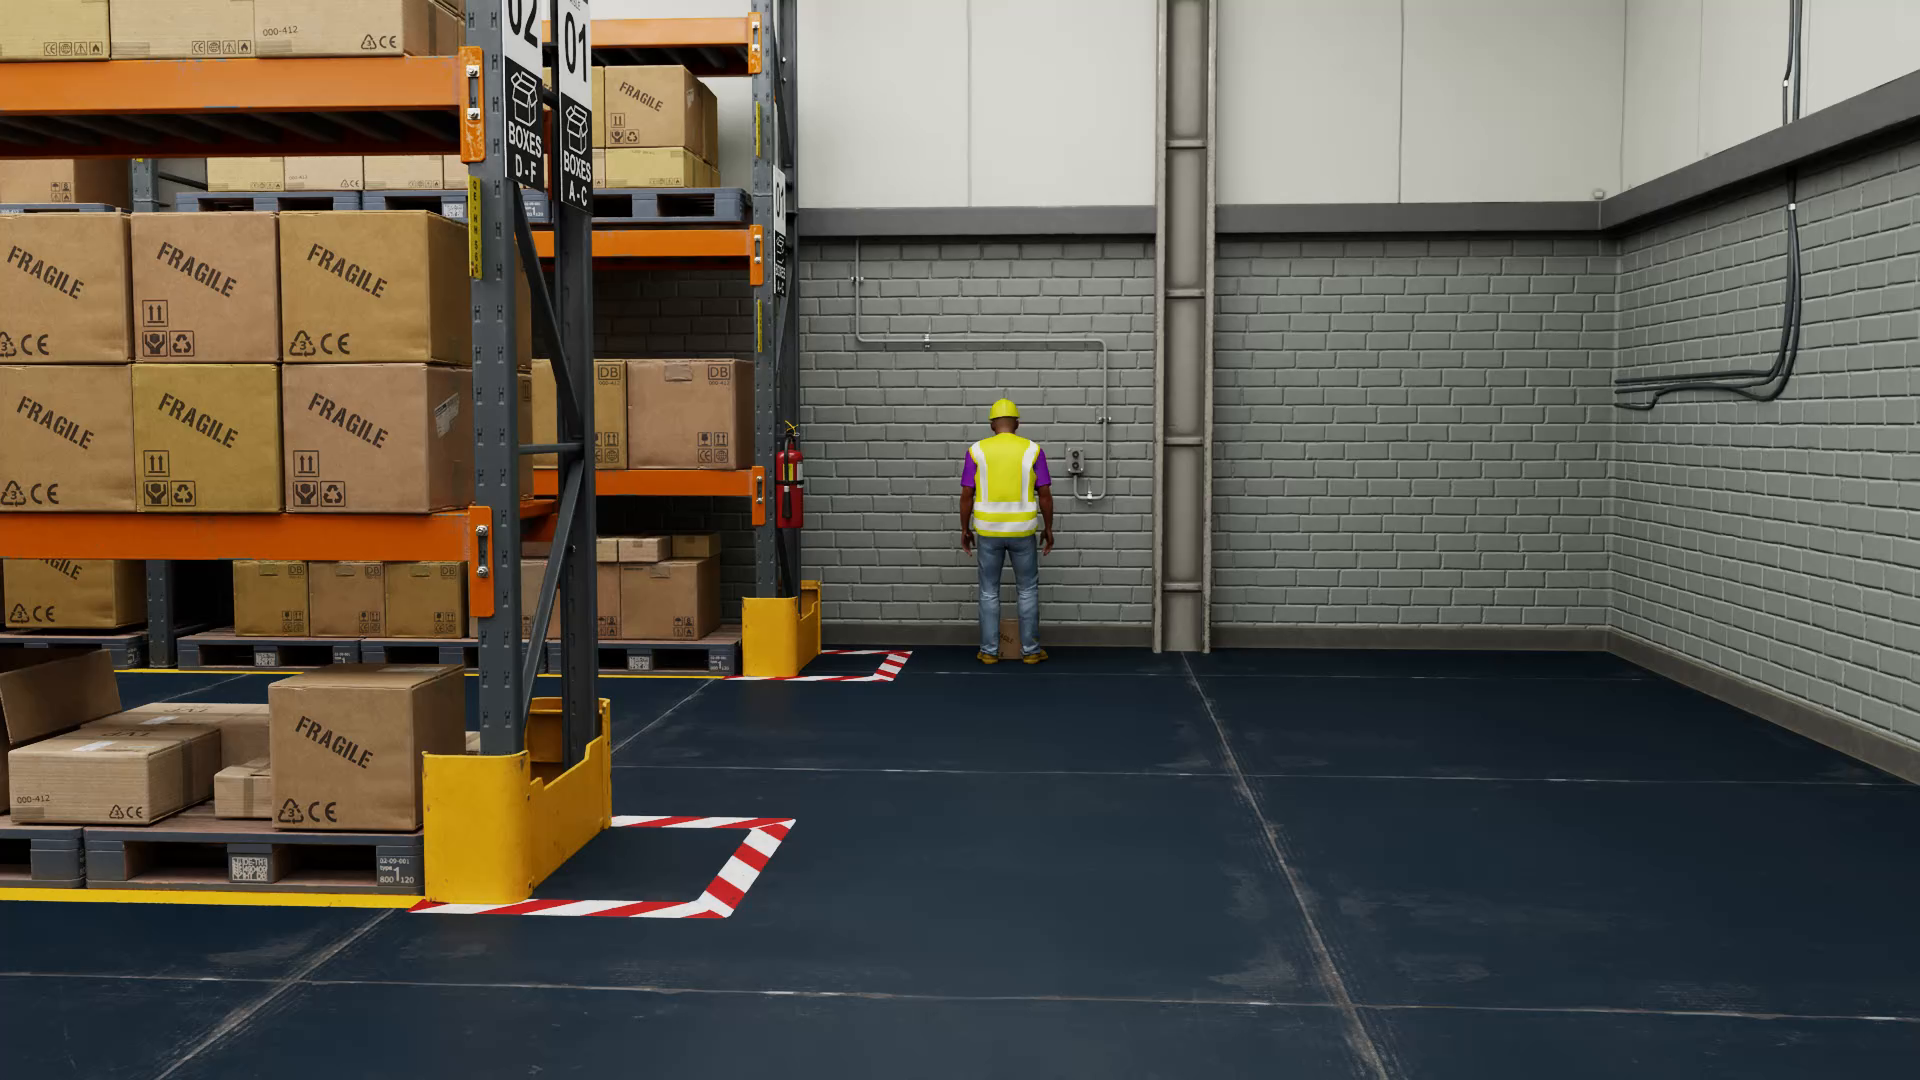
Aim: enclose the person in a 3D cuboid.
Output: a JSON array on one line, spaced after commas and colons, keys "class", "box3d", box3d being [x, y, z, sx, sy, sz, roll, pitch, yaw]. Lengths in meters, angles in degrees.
[{"class": "person", "box3d": [0.314, -0.060, 11.096, 0.626, 1.760, 0.461, 0, 4, 4]}]
